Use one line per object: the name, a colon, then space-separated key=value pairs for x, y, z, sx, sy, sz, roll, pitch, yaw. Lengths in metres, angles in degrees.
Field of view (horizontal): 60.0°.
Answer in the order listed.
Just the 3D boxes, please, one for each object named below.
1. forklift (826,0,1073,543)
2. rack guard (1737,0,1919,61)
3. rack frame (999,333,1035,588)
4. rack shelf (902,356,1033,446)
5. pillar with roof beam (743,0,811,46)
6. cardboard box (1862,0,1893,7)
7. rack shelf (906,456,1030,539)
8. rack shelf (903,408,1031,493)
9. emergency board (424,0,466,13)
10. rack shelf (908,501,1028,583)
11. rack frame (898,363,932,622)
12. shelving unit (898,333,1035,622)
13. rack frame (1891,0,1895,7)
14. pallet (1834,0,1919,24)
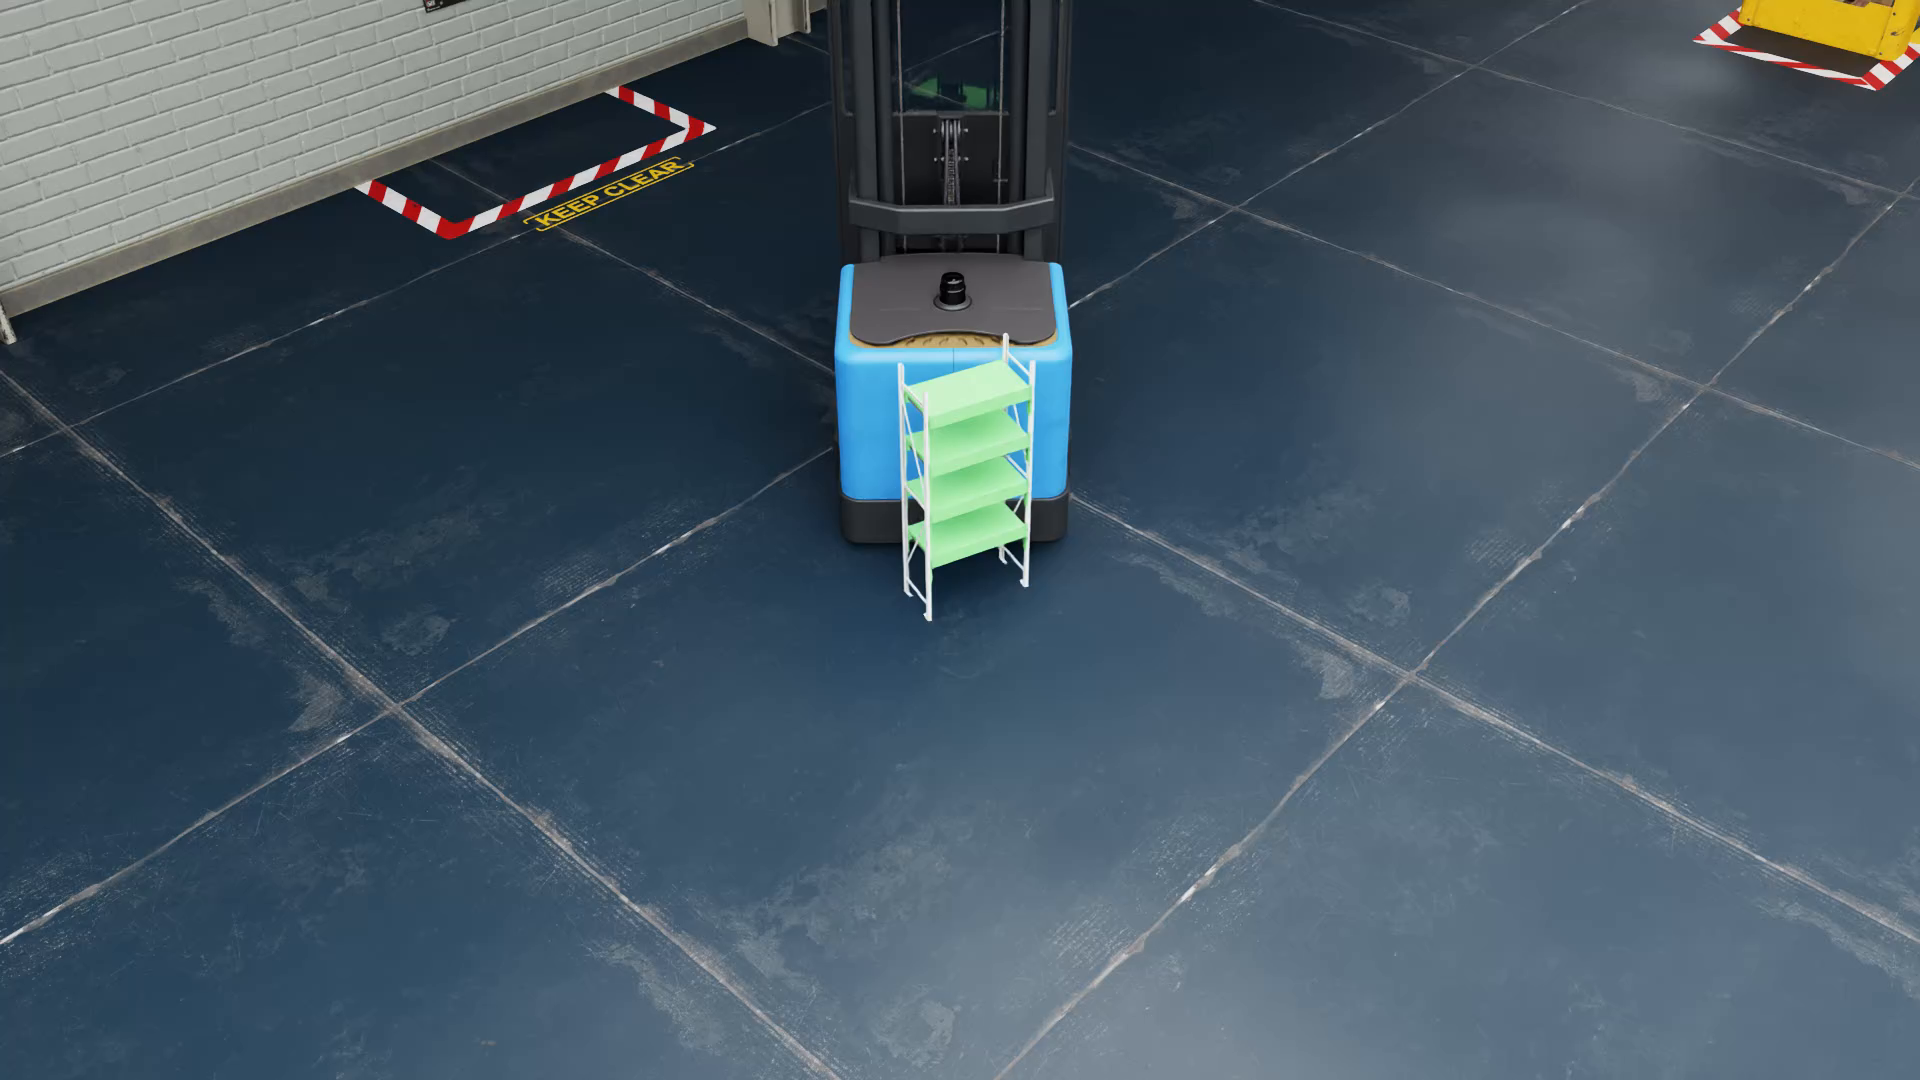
forklift: x=-0.049 y=-2.022 z=7.937 sx=1.130 sy=2.935 sz=3.031 roll=-1 pitch=38 yaw=-1
rack guard: x=6.486 y=-4.002 z=12.382 sx=1.175 sy=0.500 sz=0.348 roll=30 pitch=47 yaw=32
rack frame: x=0.243 y=-0.321 z=7.189 sx=0.015 sy=1.200 sz=0.240 roll=-18 pitch=42 yaw=-22
rack shelf: x=0.028 y=-0.575 z=6.840 sx=0.480 sy=0.148 sz=0.258 roll=-18 pitch=42 yaw=-22
pillar with roof beam: x=1.807 y=-5.539 z=7.485 sx=9.100 sy=9.000 sz=0.400 roll=30 pitch=47 yaw=32
cardboard box: x=7.028 y=-4.233 z=12.535 sx=0.500 sy=0.250 sz=0.500 roll=30 pitch=47 yaw=32
rack shelf: x=0.028 y=-0.199 z=7.139 sx=0.480 sy=0.148 sz=0.258 roll=-18 pitch=42 yaw=-22
rack shelf: x=0.028 y=-0.387 z=6.989 sx=0.480 sy=0.148 sz=0.258 roll=-18 pitch=42 yaw=-22
emergency board: x=-3.086 y=-3.883 z=10.223 sx=0.157 sy=1.169 sz=0.626 roll=30 pitch=47 yaw=32
rack shelf: x=0.028 y=-0.011 z=7.288 sx=0.480 sy=0.148 sz=0.258 roll=-18 pitch=42 yaw=-22
rack frame: x=-0.187 y=-0.177 z=7.009 sx=0.015 sy=1.200 sz=0.240 roll=-18 pitch=42 yaw=-22
shelving unit: x=0.028 y=-0.249 z=7.099 sx=0.503 sy=1.200 sz=0.258 roll=-18 pitch=42 yaw=-22
rack frame: x=6.502 y=-4.992 z=11.618 sx=1.000 sy=3.000 sz=0.127 roll=30 pitch=47 yaw=32
pallet: x=6.987 y=-4.269 z=12.949 sx=1.003 sy=0.211 sz=1.213 roll=30 pitch=47 yaw=32
